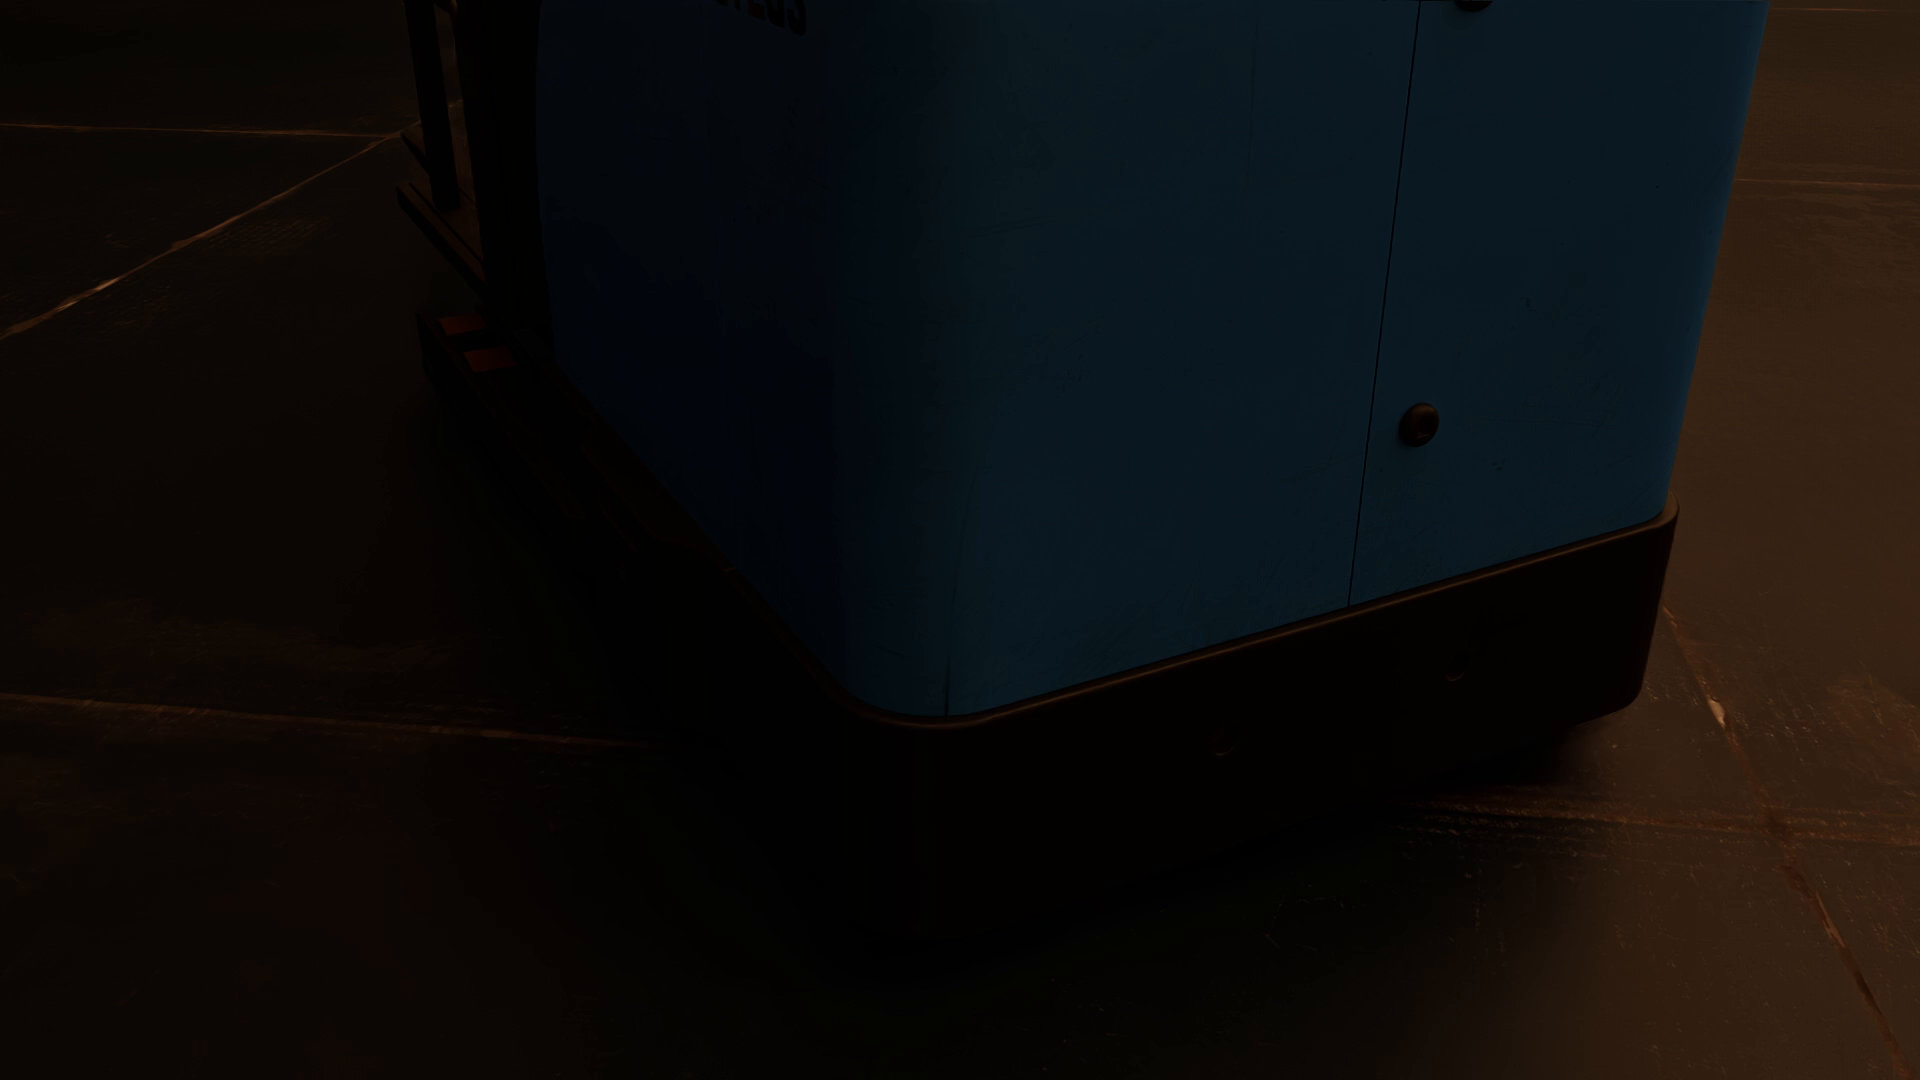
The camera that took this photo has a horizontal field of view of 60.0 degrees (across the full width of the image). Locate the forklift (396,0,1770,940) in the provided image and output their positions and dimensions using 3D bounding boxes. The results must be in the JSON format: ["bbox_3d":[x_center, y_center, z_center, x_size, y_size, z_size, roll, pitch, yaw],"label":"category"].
[{"bbox_3d":[-0.313,-1.557,2.339,1.130,2.935,3.031,-13,29,-25],"label":"forklift"}]
